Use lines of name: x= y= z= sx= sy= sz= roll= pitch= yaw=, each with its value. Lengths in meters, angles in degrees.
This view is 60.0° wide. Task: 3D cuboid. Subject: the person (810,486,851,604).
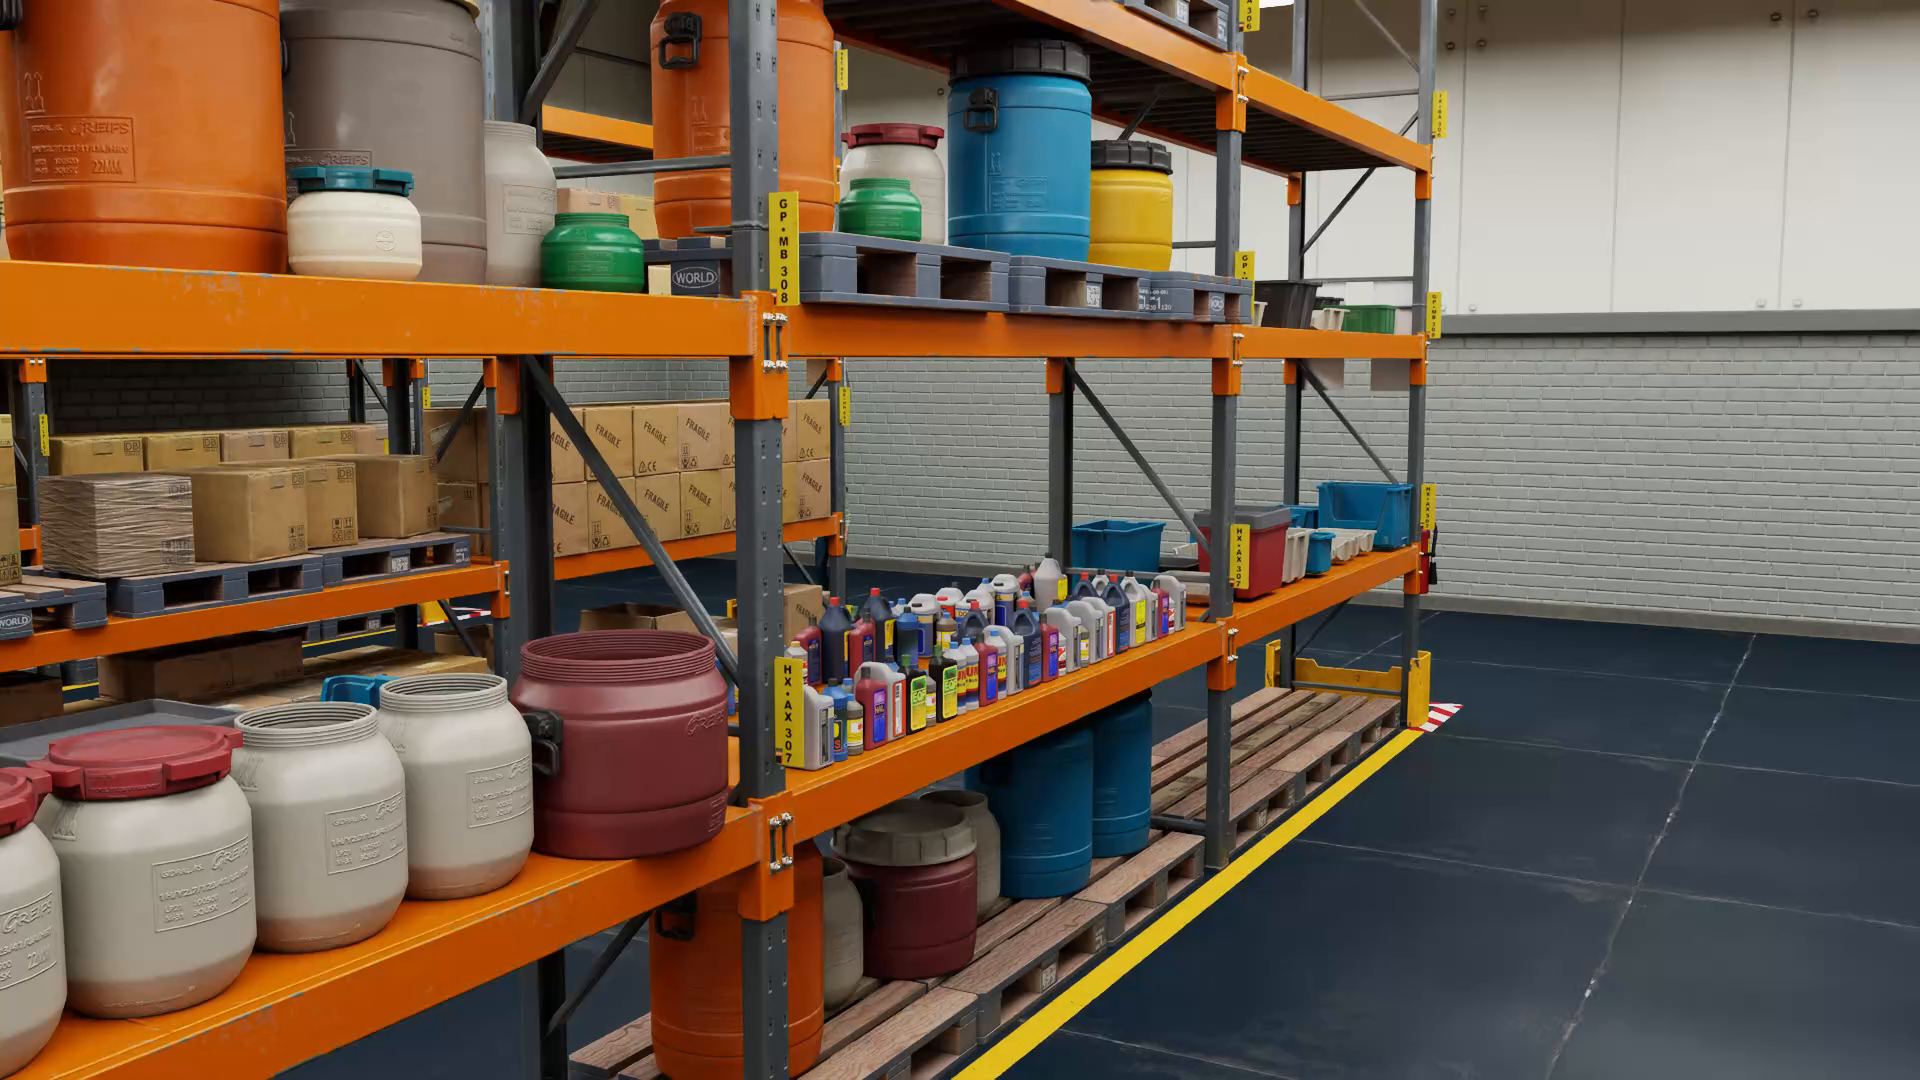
person: x=-1.340 y=-0.025 z=17.297 sx=0.461 sy=1.593 sz=0.343 roll=3 pitch=7 yaw=29
